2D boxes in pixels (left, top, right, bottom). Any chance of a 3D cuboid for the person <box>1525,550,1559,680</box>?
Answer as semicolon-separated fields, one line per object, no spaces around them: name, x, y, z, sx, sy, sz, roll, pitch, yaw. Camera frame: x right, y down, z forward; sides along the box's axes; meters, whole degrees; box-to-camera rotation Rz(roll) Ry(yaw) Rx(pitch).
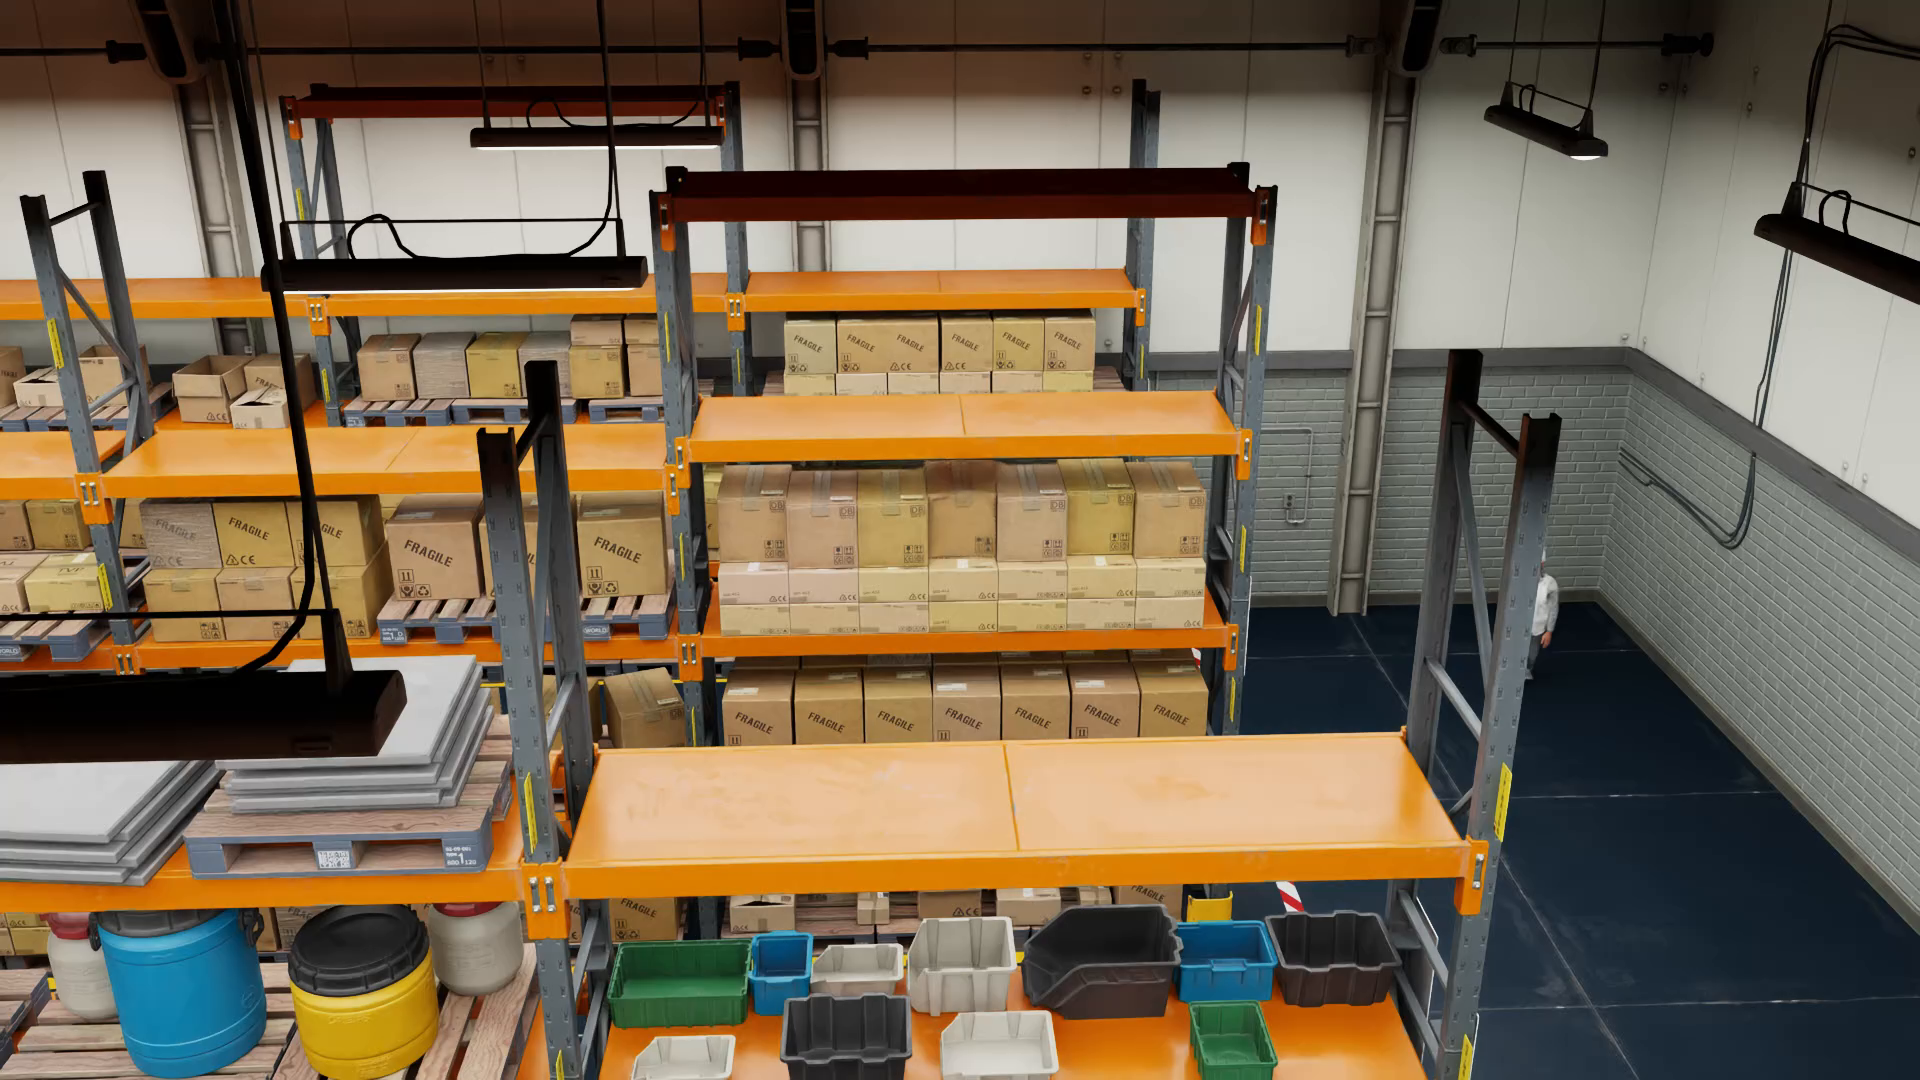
person;5.745;0.839;16.808;0.525;1.721;1.095;6;23;16
